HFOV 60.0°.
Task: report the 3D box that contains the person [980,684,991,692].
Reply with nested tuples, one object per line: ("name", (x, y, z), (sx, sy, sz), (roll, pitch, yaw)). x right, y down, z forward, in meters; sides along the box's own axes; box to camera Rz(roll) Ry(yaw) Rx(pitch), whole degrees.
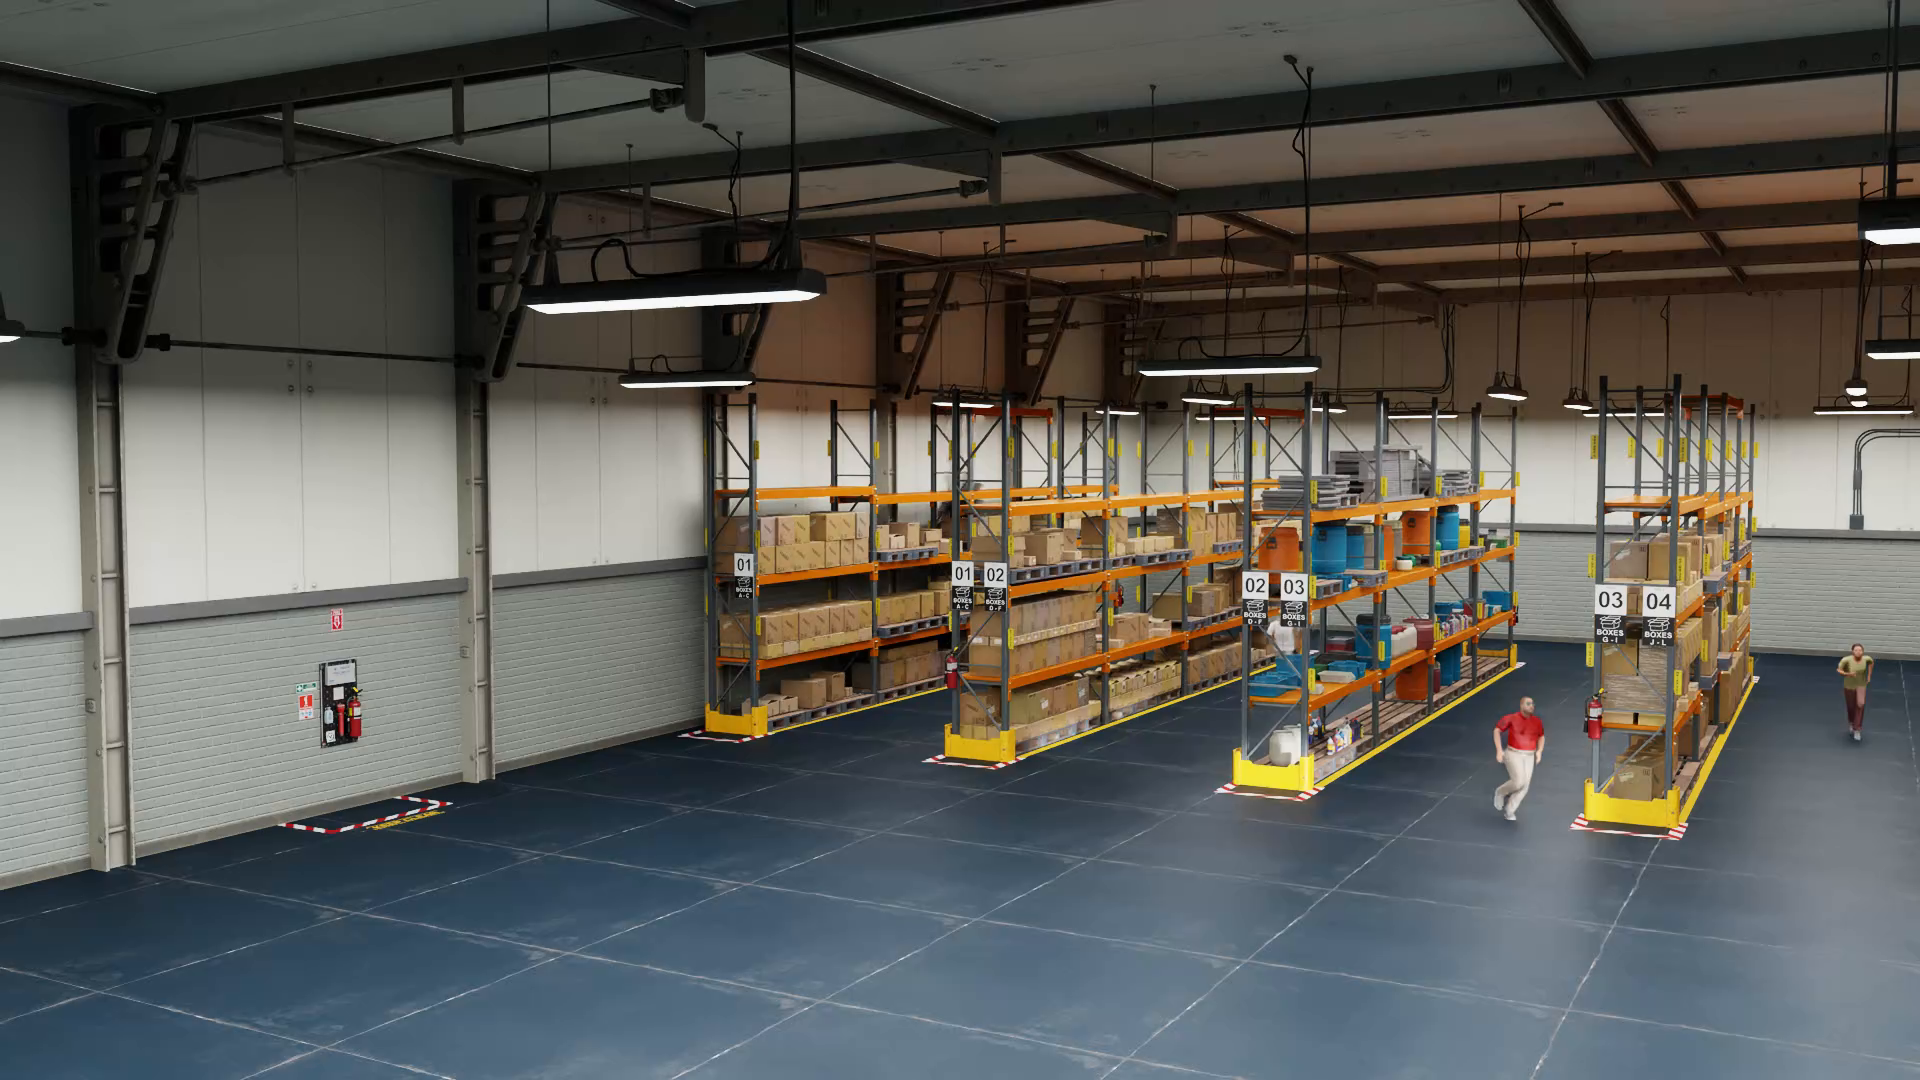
("person", (0.602, 2.382, 32.222), (0.704, 1.734, 0.653), (1, 3, 17))

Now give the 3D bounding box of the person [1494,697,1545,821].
("person", (7.635, 2.957, 22.571), (0.695, 1.653, 0.516), (0, 3, -9))

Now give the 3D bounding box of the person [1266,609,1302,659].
("person", (6.650, 2.294, 34.149), (0.731, 1.812, 0.937), (1, 3, 20))

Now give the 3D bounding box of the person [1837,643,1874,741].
("person", (15.638, 2.616, 29.074), (0.578, 1.671, 1.012), (2, 3, 26))
